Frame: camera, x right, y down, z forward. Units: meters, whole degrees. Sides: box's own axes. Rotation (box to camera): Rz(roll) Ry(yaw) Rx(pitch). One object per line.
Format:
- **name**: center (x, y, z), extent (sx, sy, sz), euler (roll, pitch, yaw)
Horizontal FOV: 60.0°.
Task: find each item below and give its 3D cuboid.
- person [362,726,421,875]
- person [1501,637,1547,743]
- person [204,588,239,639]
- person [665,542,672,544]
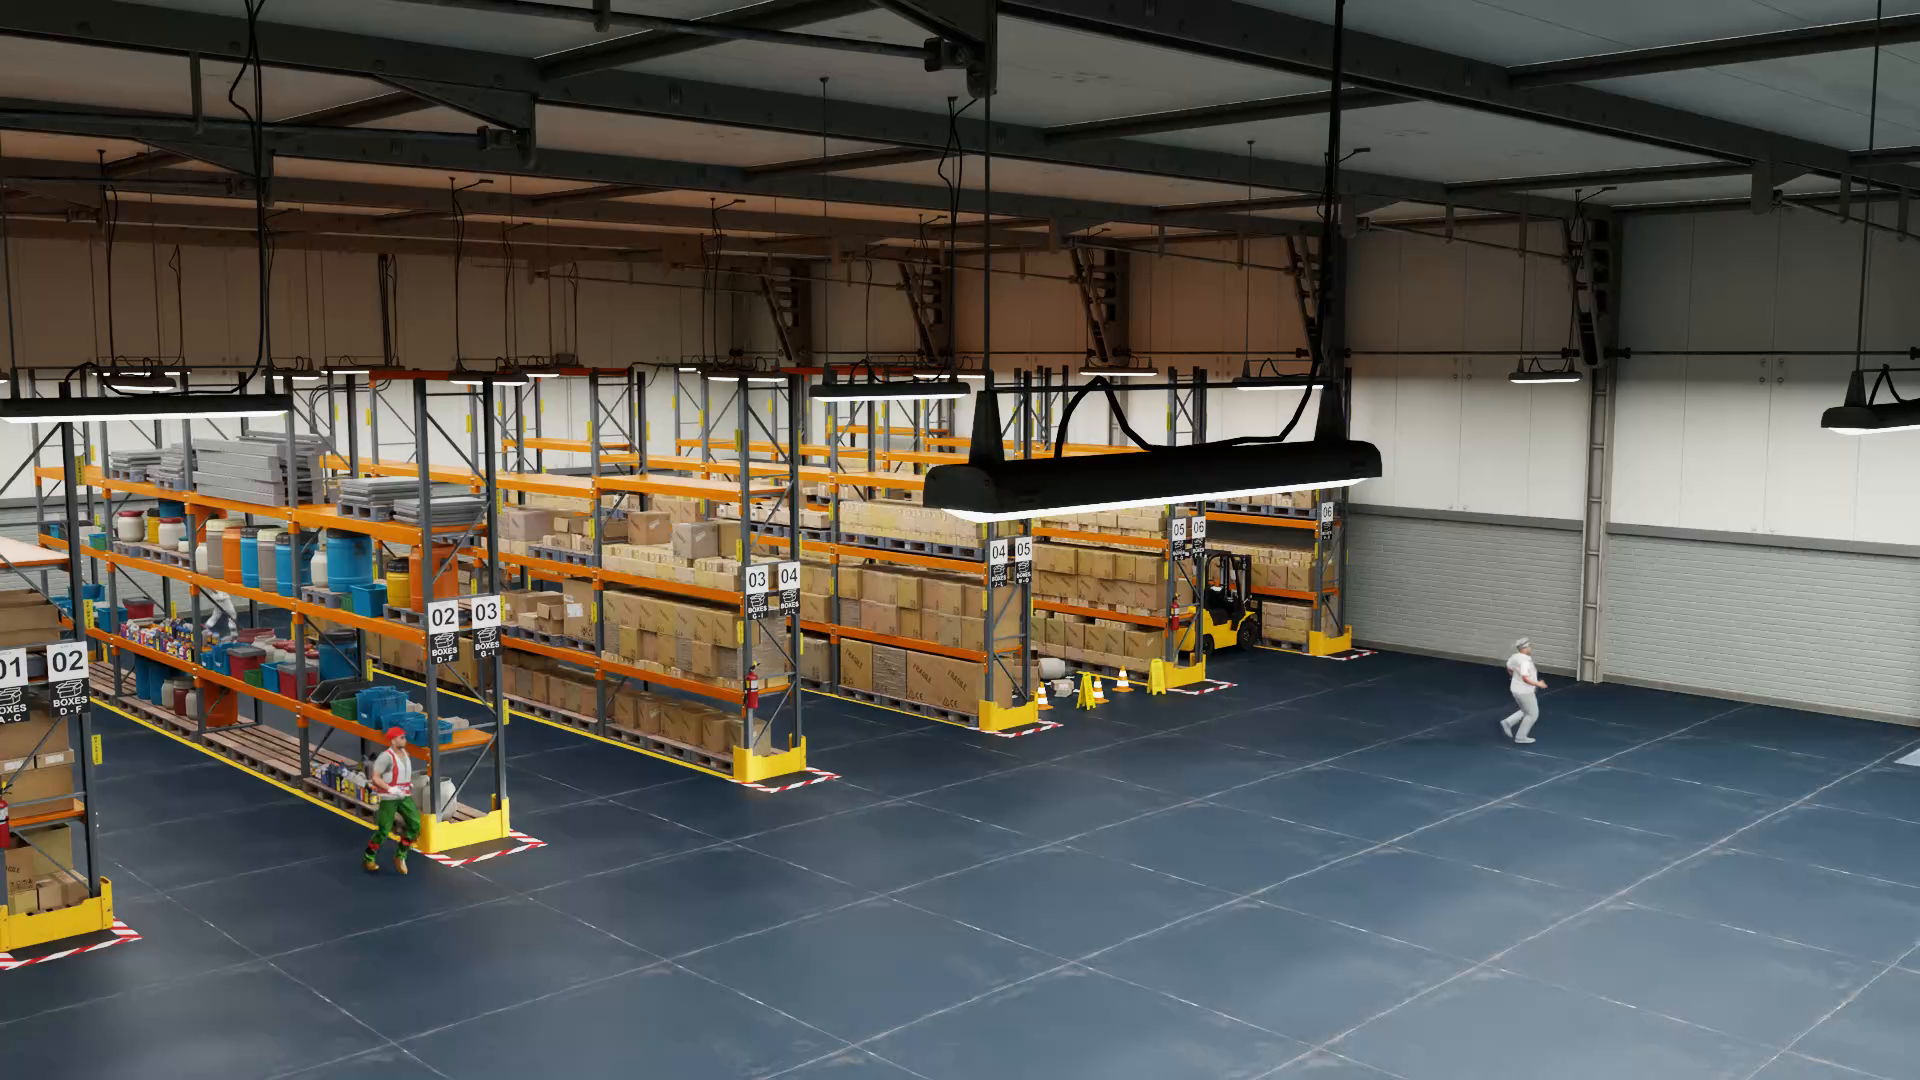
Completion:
- **person**: center (-6.905, 3.174, 20.362), extent (0.678, 1.777, 0.718), euler (3, 7, 25)
- **person**: center (9.144, 2.428, 26.954), extent (0.622, 1.732, 0.659), euler (0, 6, -2)
- **person**: center (-16.130, 1.332, 36.299), extent (0.859, 1.833, 0.651), euler (-5, 8, -37)
- **person**: center (-7.831, 0.545, 44.051), extent (0.788, 1.610, 0.867), euler (-4, 8, -32)
